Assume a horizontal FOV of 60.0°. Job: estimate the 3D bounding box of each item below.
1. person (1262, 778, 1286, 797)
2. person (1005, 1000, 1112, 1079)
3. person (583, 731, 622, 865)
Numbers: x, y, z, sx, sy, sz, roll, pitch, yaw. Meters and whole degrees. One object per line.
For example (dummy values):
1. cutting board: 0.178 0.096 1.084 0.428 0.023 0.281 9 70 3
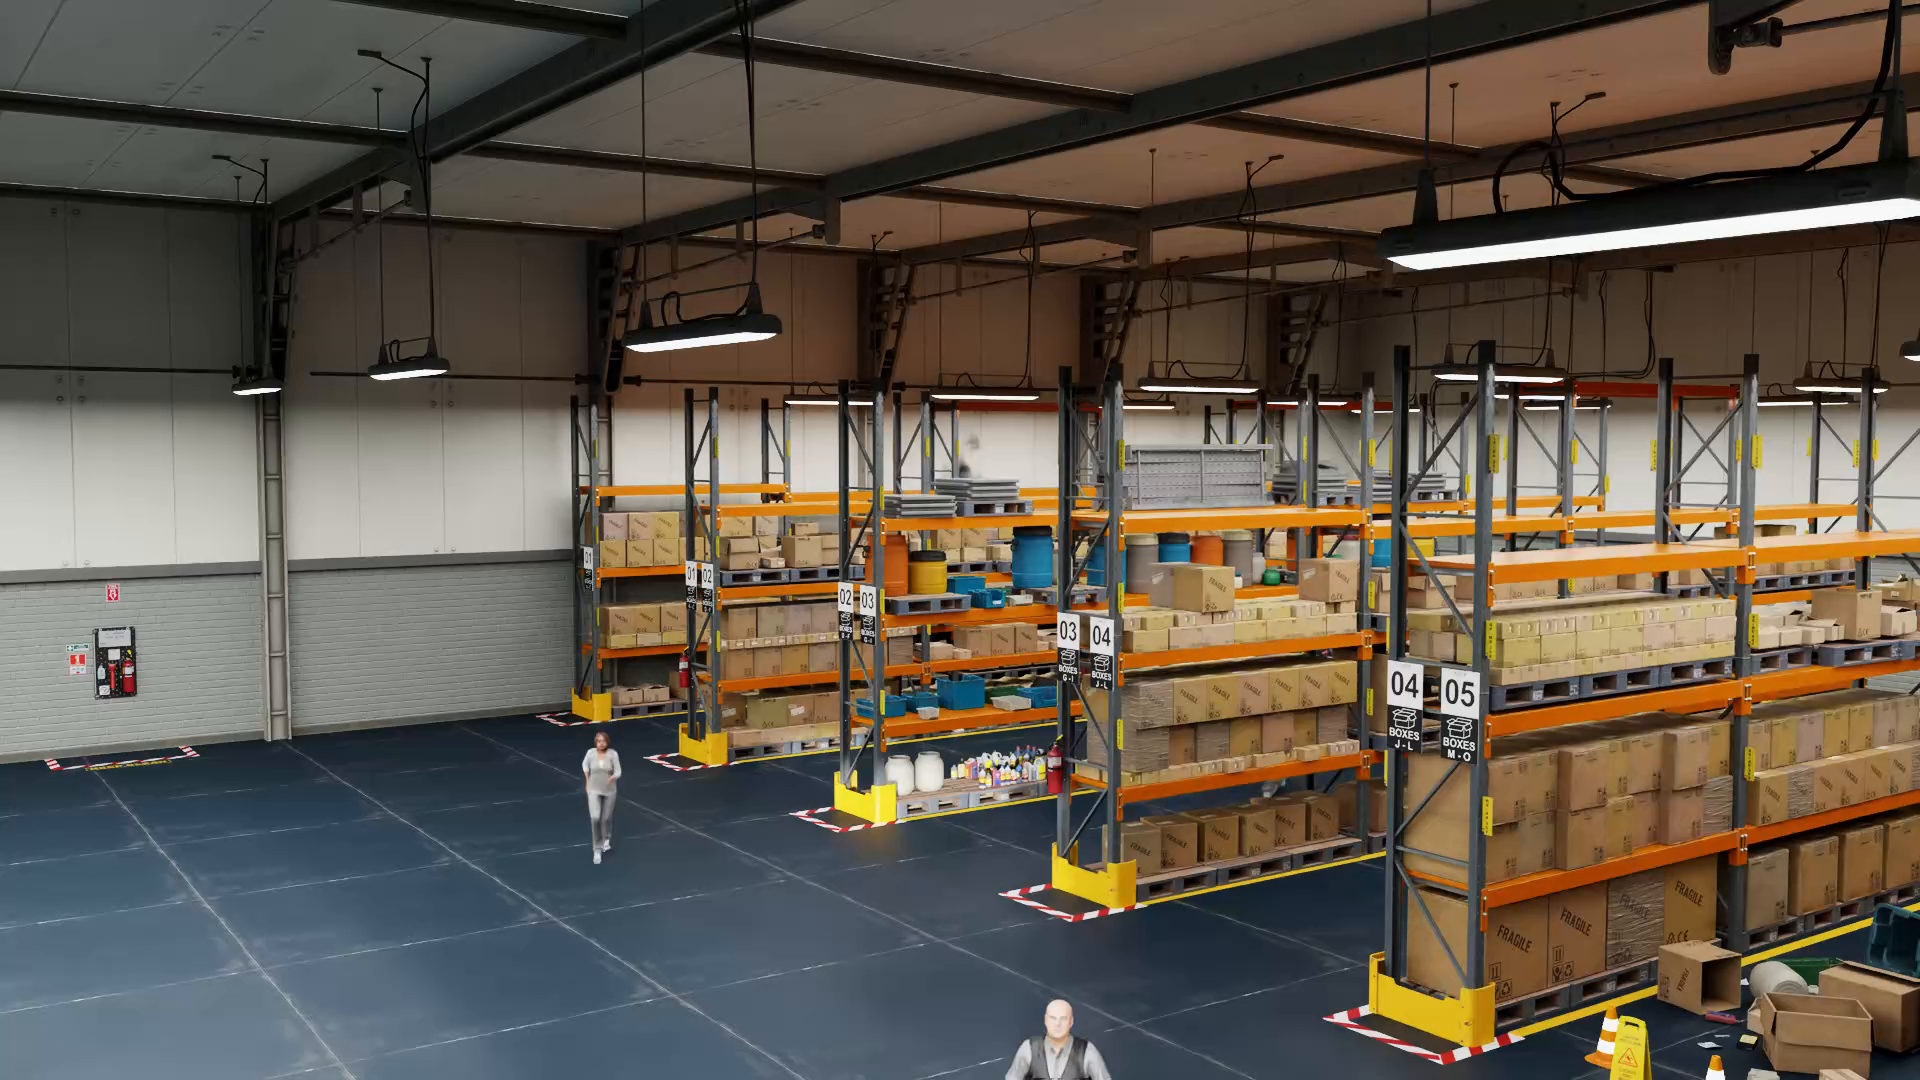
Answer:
1. person: 4.492 2.851 24.002 0.836 1.869 0.735 -3 5 -41
2. person: 0.608 3.696 10.351 0.683 1.691 0.675 0 3 8
3. person: -4.404 3.161 20.489 0.456 1.601 0.808 -1 4 -16
